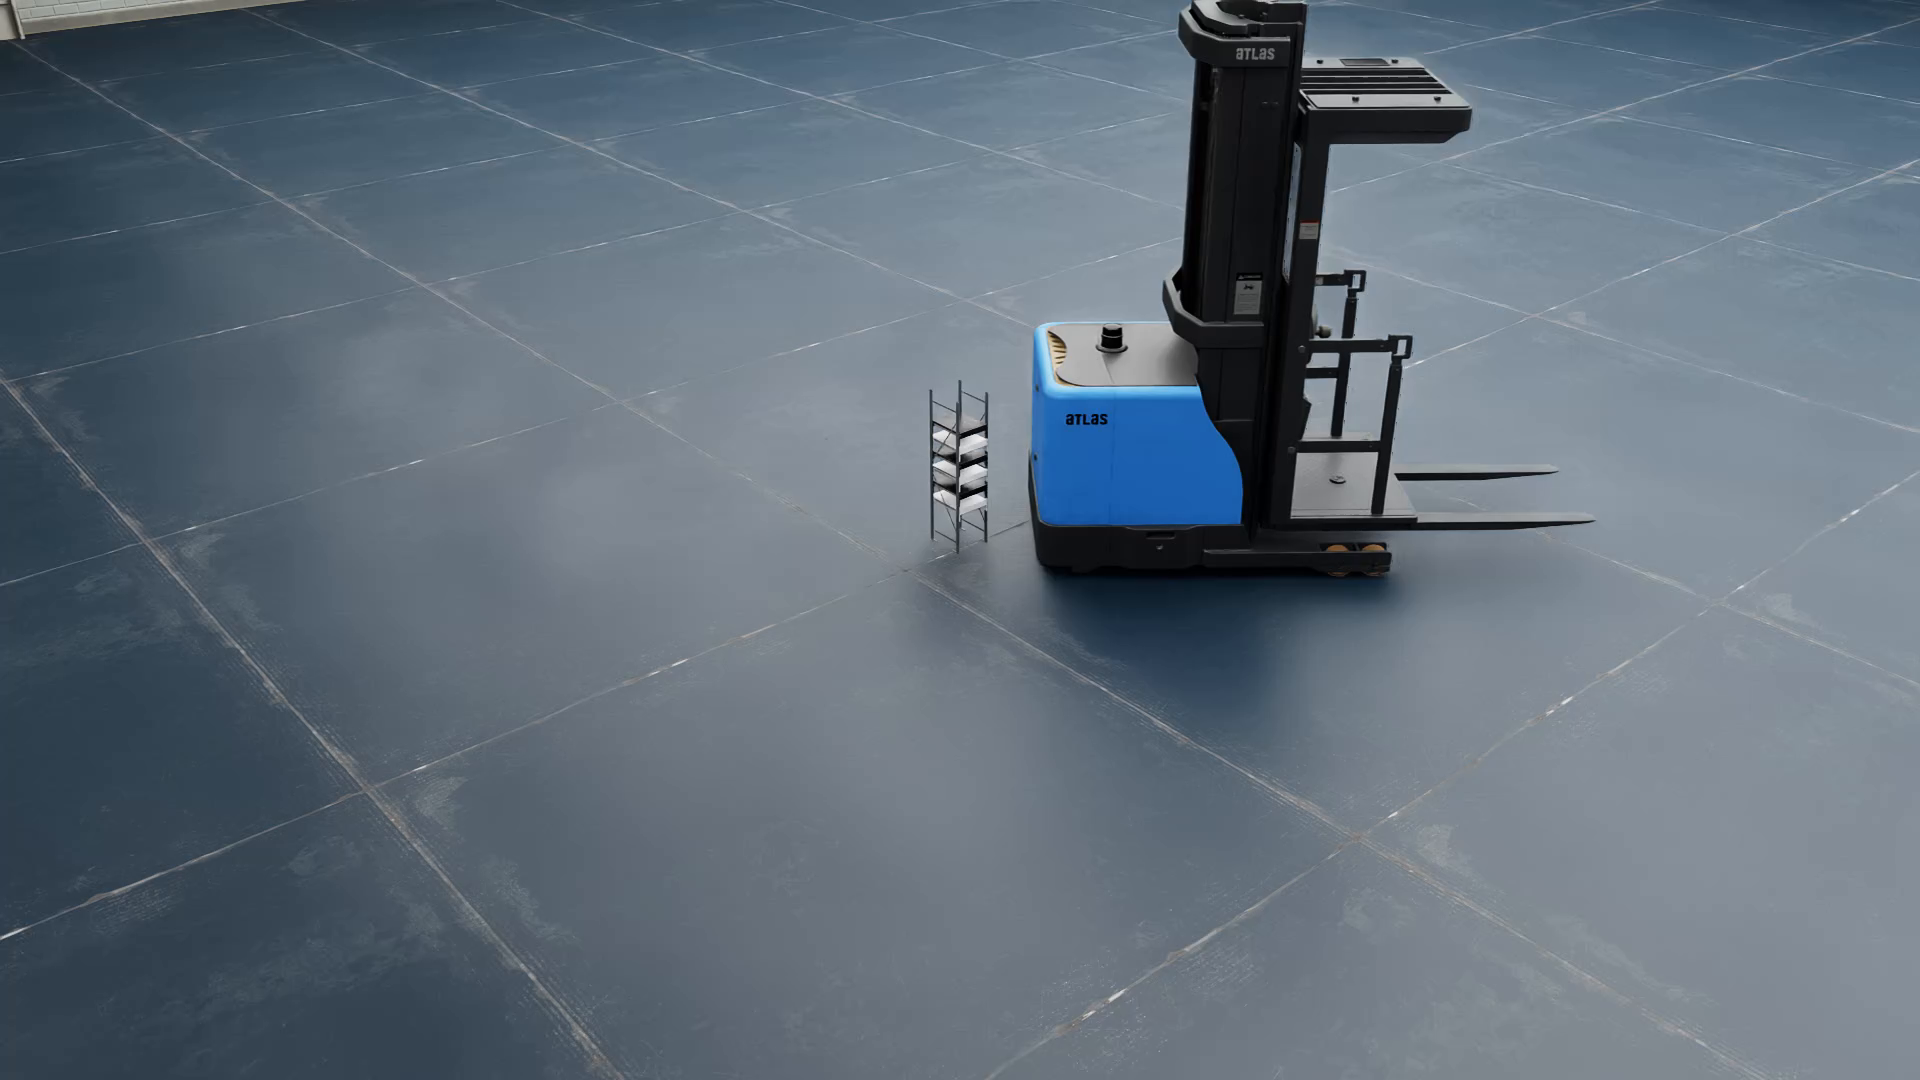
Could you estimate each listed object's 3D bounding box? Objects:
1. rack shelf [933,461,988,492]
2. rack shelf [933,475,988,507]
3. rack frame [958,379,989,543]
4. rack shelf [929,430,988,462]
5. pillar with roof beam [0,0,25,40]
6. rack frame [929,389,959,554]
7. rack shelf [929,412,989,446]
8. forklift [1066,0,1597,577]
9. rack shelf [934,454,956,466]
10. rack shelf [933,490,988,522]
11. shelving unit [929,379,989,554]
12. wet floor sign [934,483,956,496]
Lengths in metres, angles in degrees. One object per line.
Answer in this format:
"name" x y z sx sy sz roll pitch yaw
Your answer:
"rack shelf" -0.006 -0.365 9.049 0.200 0.077 0.258 -22 35 -35
"rack shelf" -0.006 -0.286 9.091 0.200 0.077 0.258 -22 35 -35
"rack frame" 0.071 -0.426 9.091 0.006 0.900 0.240 -22 35 -35
"rack shelf" -0.006 -0.524 8.964 0.200 0.077 0.258 -22 35 -35
"pillar with roof beam" -9.389 -8.824 16.214 0.400 9.000 9.100 -22 35 -35
"rack frame" -0.084 -0.363 8.975 0.006 0.900 0.240 -22 35 -35
"rack shelf" -0.006 -0.603 8.922 0.200 0.077 0.258 -22 35 -35
"forklift" 1.967 -1.318 8.674 2.937 2.867 1.118 -1 28 -1
"rack shelf" -0.006 -0.458 9.000 0.184 0.015 0.199 -22 35 -35
"rack shelf" -0.006 -0.206 9.134 0.200 0.077 0.258 -22 35 -35
"shelving unit" -0.006 -0.394 9.033 0.210 0.900 0.258 -22 35 -35
"wet floor sign" -5.787 -1.460 11.297 9.326 0.644 8.976 -10 30 -18
